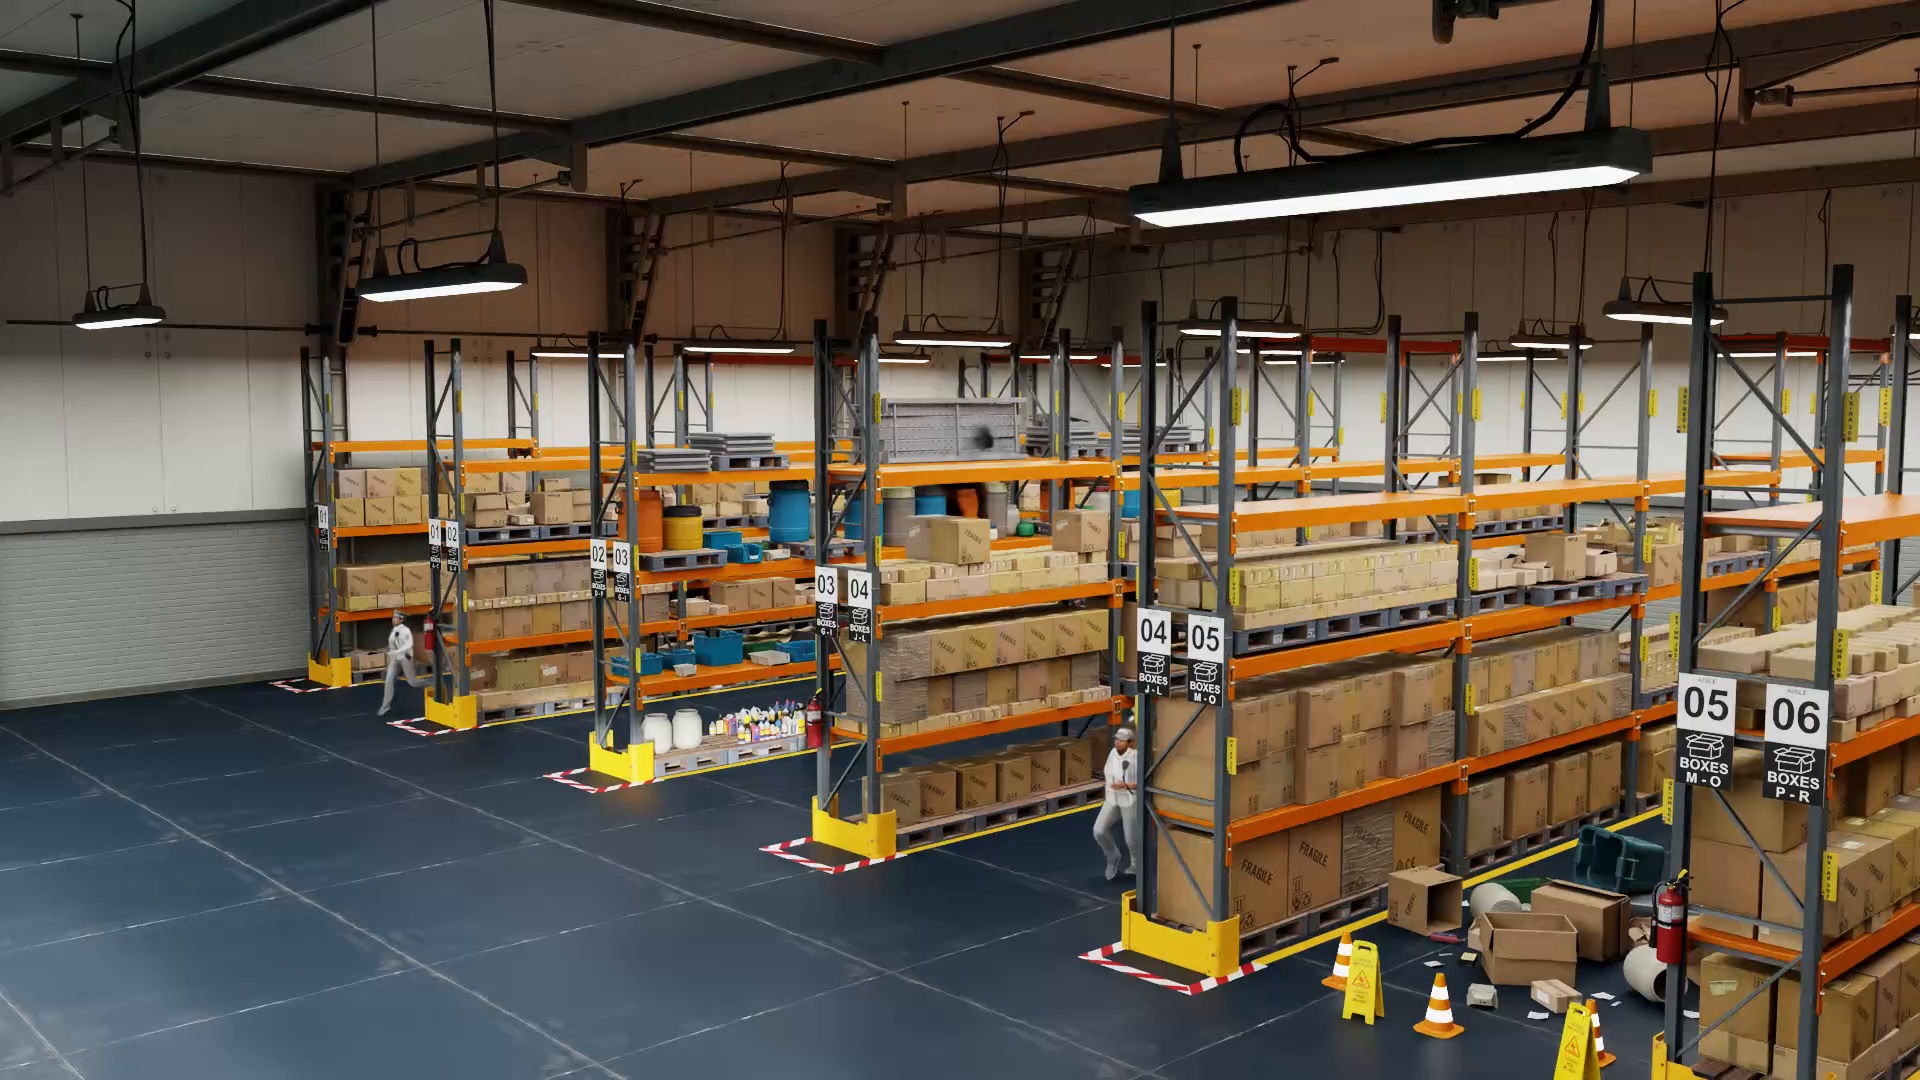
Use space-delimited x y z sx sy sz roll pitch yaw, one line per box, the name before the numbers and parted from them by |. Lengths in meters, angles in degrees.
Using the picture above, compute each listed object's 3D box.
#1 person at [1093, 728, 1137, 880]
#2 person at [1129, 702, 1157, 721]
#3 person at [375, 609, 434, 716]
person | 1.751 2.798 17.634 0.592 1.653 0.708 4 6 38
person | 2.768 1.853 24.811 0.927 1.827 0.694 -5 7 -42
person | -9.024 1.967 27.025 0.576 1.716 1.060 4 6 36
